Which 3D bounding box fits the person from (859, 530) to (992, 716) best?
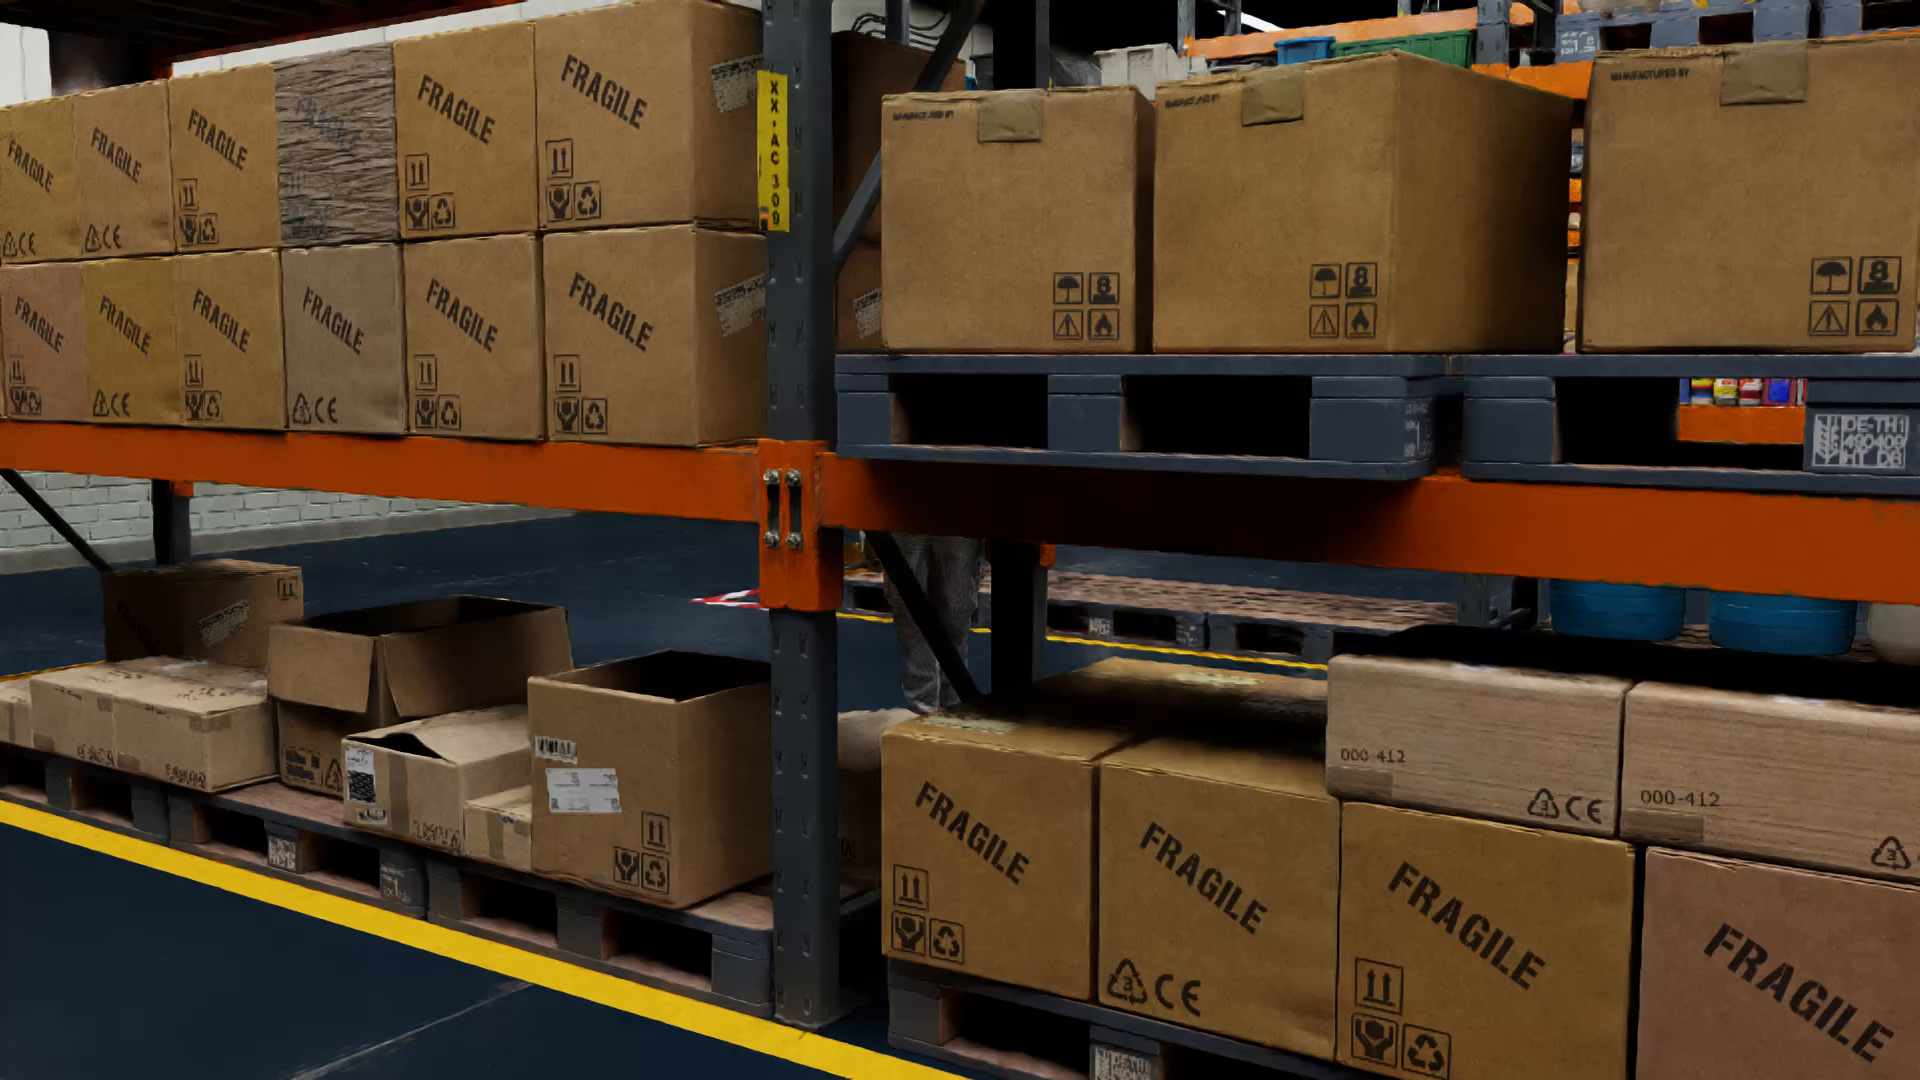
[{"bbox_3d":[-0.092,-0.075,6.217,0.601,1.788,0.410,1,6,11],"label":"person"}]
